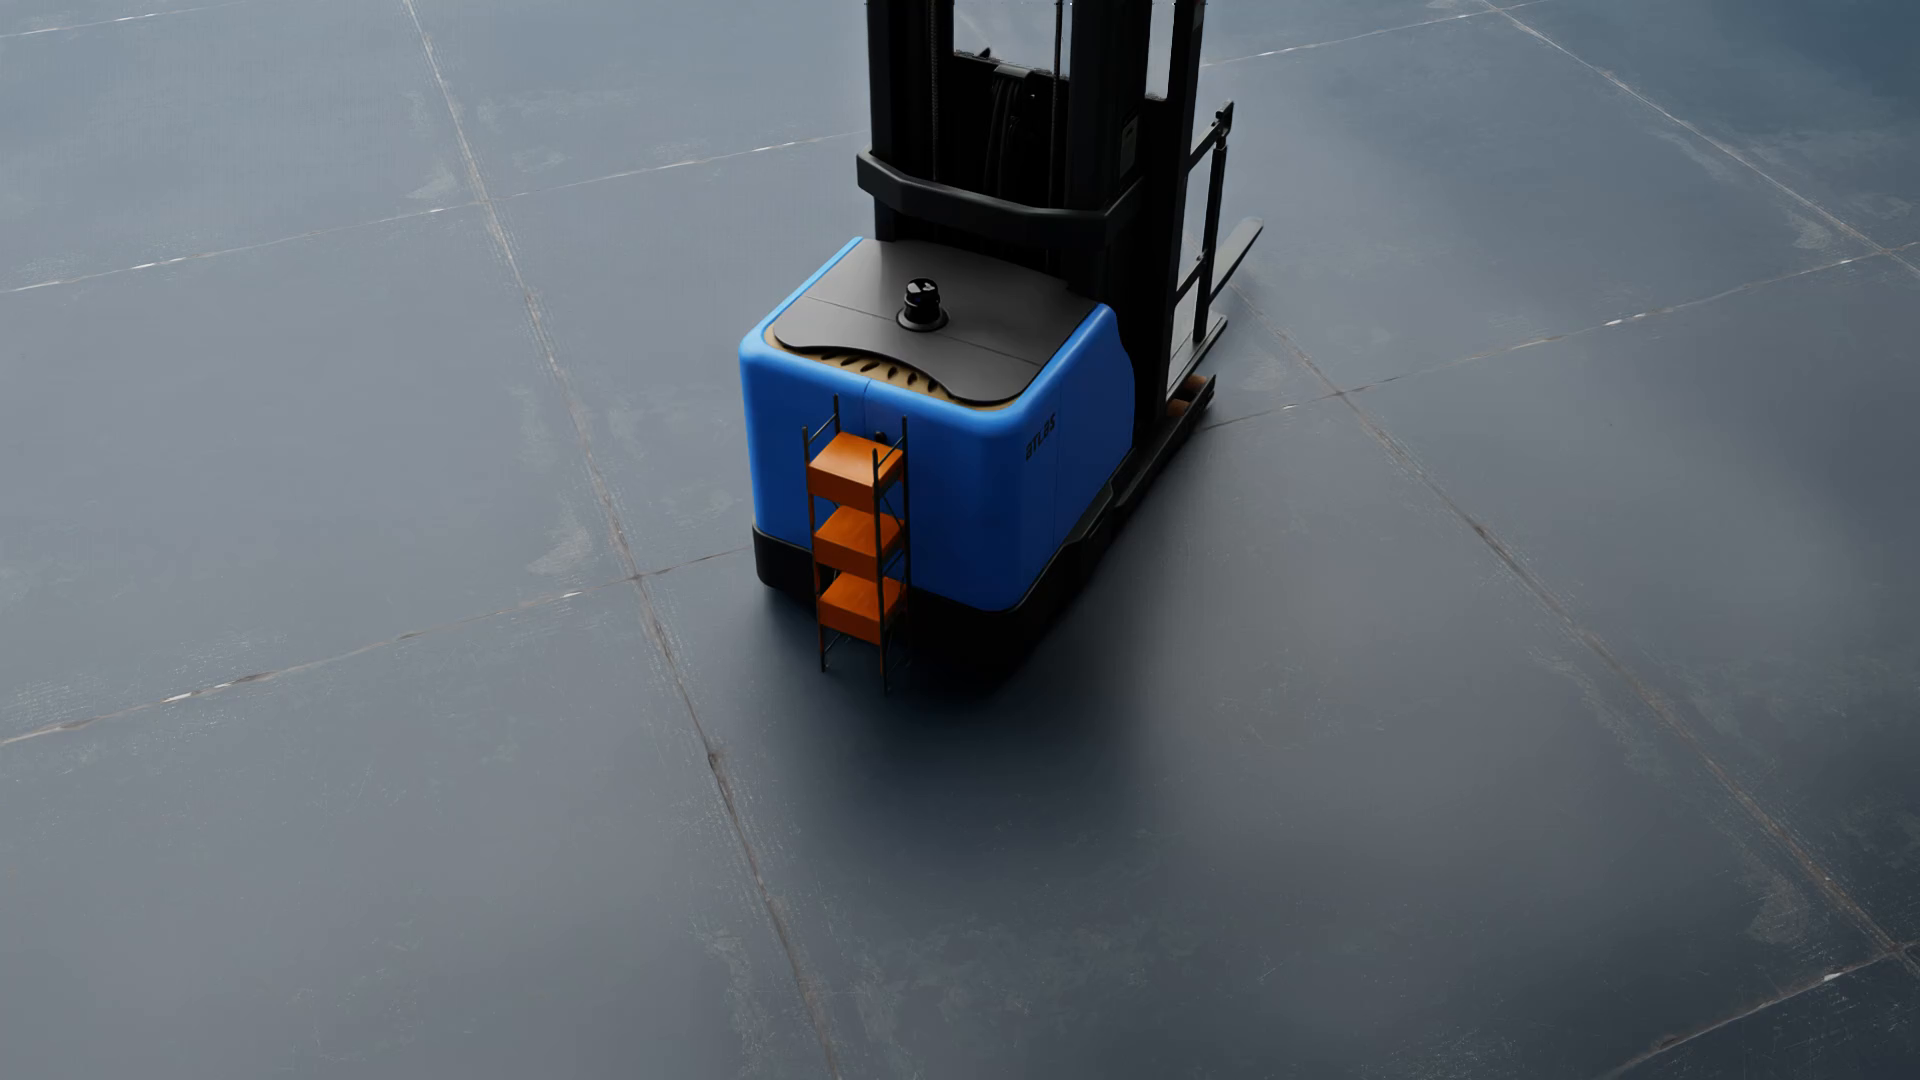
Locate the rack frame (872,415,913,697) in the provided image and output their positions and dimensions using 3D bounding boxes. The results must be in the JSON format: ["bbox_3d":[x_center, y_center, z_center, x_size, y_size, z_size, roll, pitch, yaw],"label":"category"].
[{"bbox_3d":[-0.212,0.075,5.357,0.008,1.050,0.200,19,44,20],"label":"rack frame"}]

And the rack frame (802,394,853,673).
[{"bbox_3d":[-0.428,0.002,5.442,0.008,1.050,0.200,19,44,20],"label":"rack frame"}]

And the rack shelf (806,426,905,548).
[{"bbox_3d":[-0.320,-0.168,5.221,0.240,0.259,0.215,19,44,20],"label":"rack shelf"}]

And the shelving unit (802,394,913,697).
[{"bbox_3d":[-0.320,0.039,5.400,0.252,1.050,0.215,19,44,20],"label":"shelving unit"}]

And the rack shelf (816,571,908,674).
[{"bbox_3d":[-0.320,0.257,5.588,0.240,0.259,0.215,19,44,20],"label":"rack shelf"}]

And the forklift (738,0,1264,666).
[{"bbox_3d":[0.394,-1.637,5.906,1.130,2.935,3.031,19,44,20],"label":"forklift"}]

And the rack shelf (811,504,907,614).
[{"bbox_3d":[-0.320,0.047,5.407,0.240,0.259,0.215,19,44,20],"label":"rack shelf"}]
